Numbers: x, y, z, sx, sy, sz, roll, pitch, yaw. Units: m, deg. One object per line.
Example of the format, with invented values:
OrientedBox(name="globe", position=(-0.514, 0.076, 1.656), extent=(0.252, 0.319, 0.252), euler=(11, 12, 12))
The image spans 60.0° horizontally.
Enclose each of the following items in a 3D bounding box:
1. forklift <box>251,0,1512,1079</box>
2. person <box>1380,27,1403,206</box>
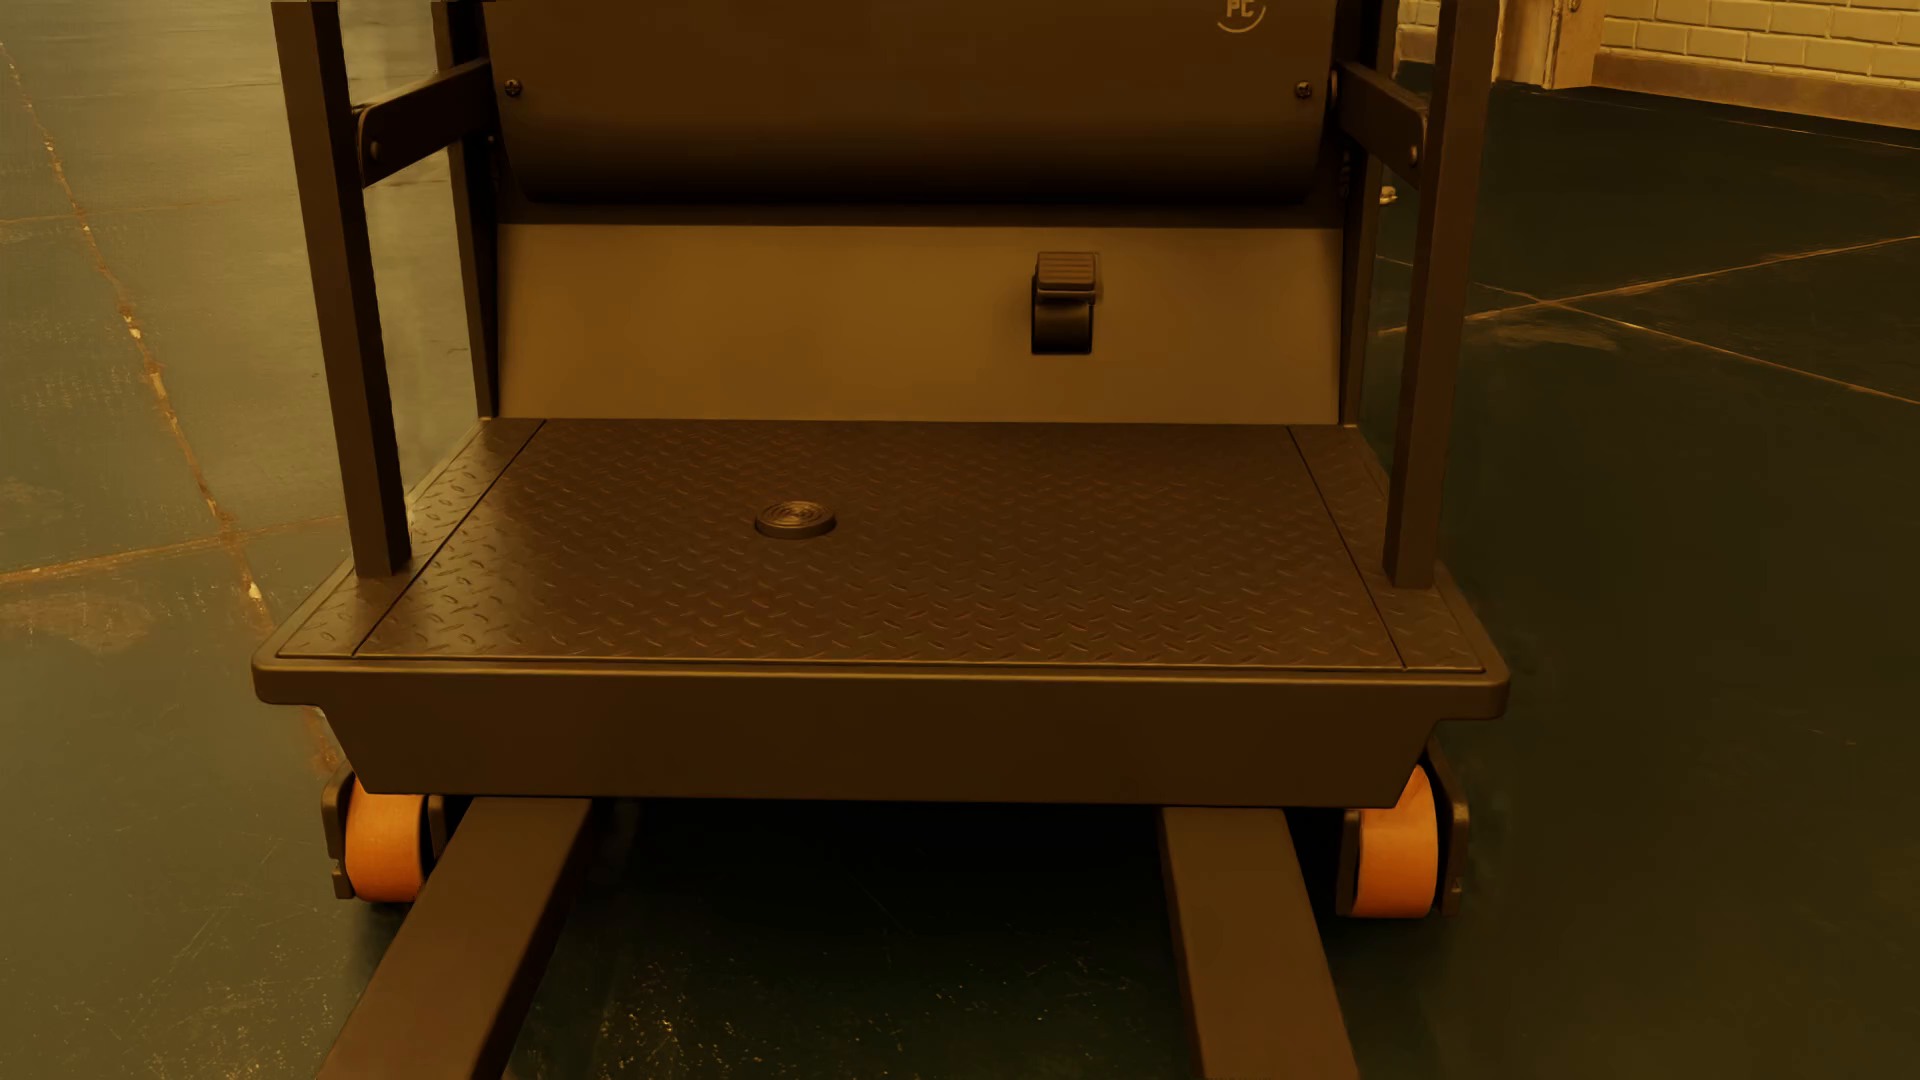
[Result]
OrientedBox(name="forklift", position=(-0.060, -1.091, 1.432), extent=(1.130, 2.935, 3.031), euler=(1, 22, 1))
OrientedBox(name="person", position=(1.179, -1.768, 4.888), extent=(0.748, 1.564, 0.760), euler=(-2, 22, -6))
